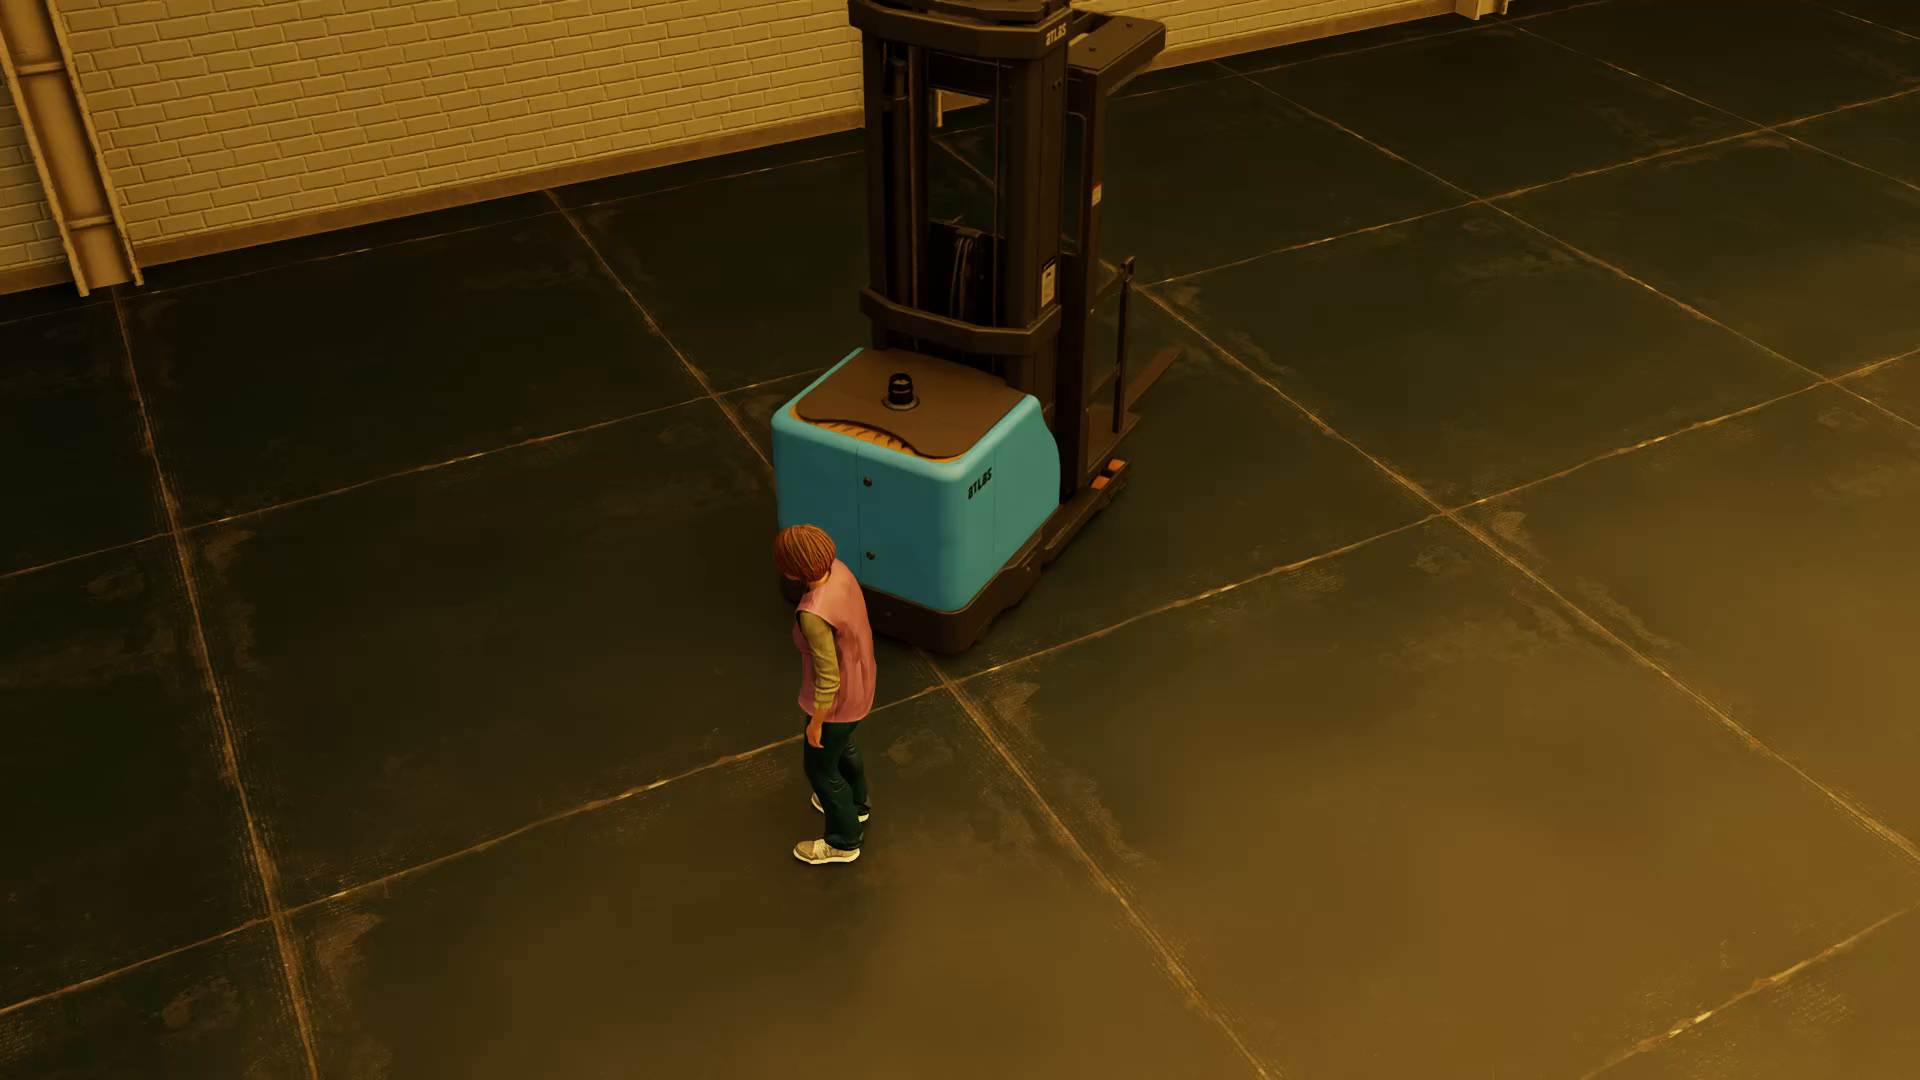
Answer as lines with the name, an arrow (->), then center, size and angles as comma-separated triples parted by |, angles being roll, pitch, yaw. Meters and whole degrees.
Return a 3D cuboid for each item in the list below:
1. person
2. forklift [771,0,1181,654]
person -> -0.500, 0.596, 6.441 | 0.347, 1.592, 0.476 | 5, 36, 8
forklift -> 0.278, -1.491, 8.233 | 1.130, 2.935, 3.031 | 18, 39, 24
